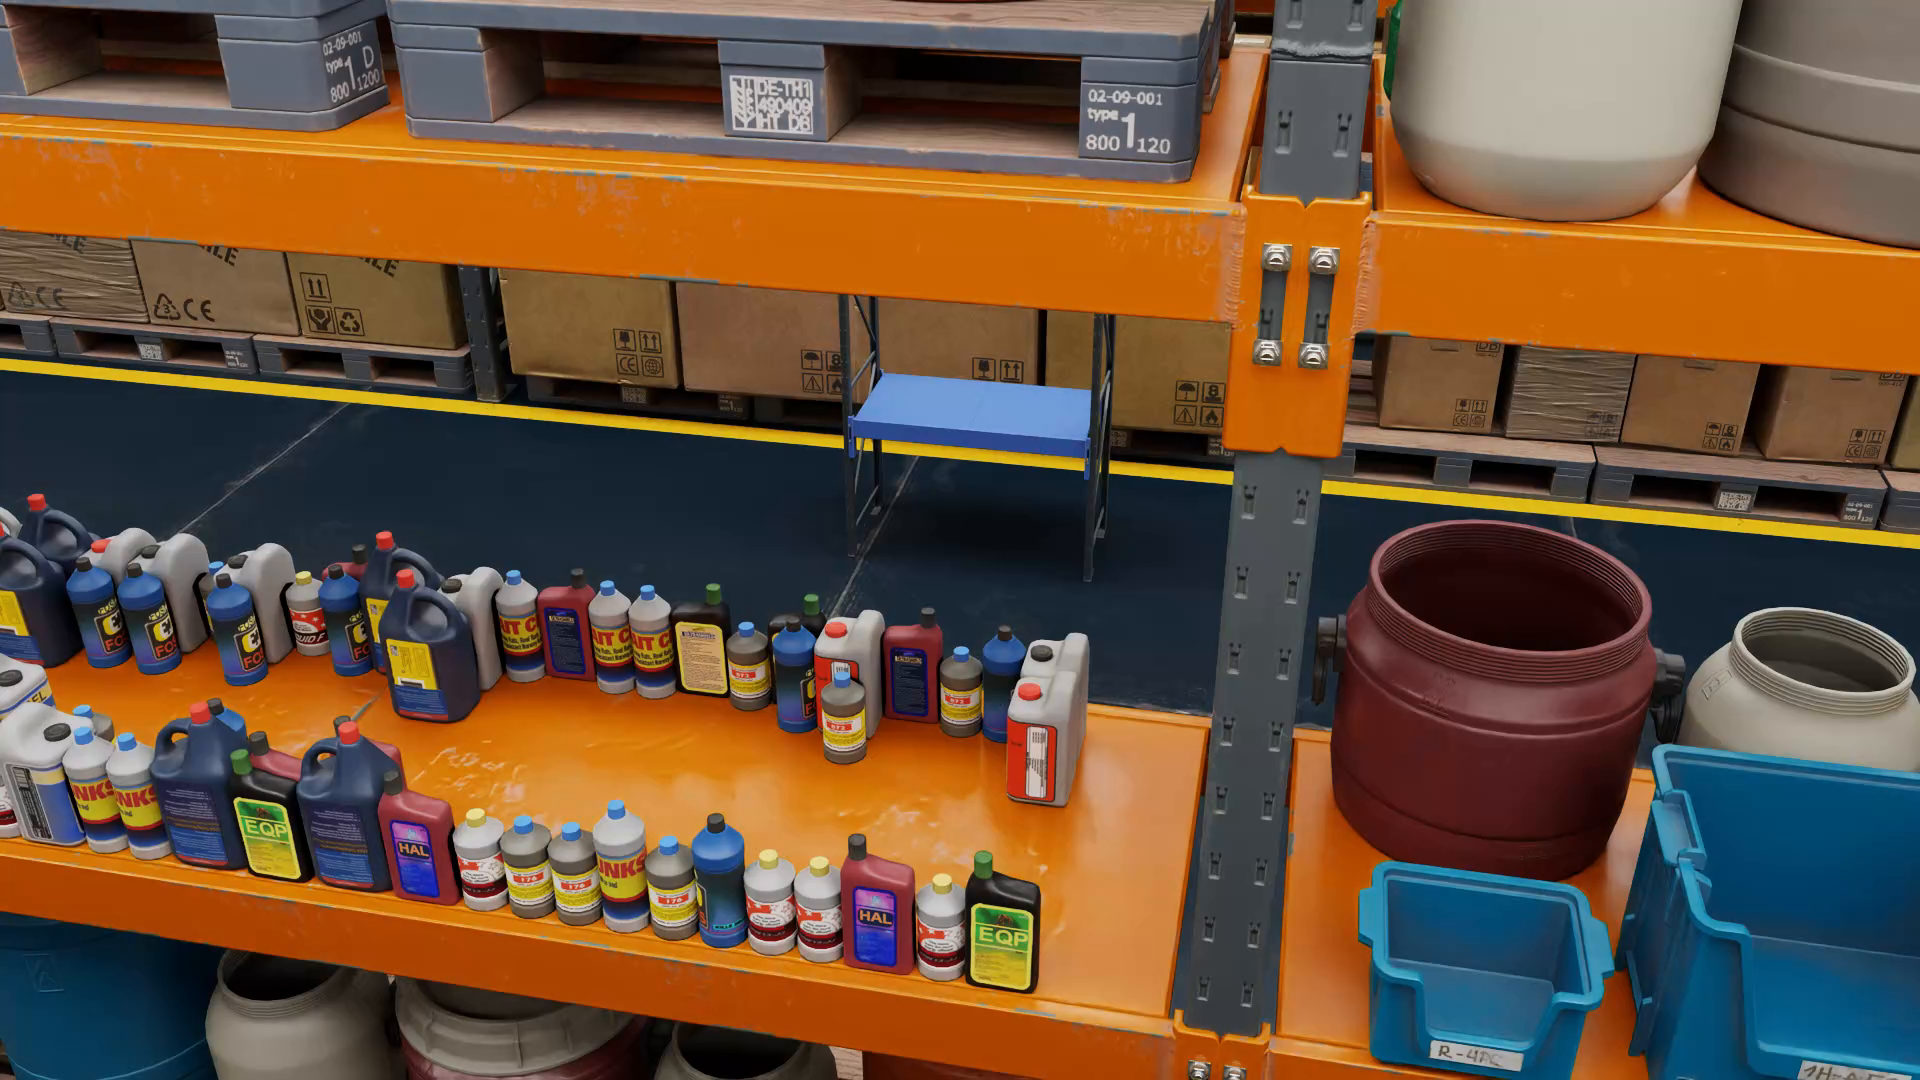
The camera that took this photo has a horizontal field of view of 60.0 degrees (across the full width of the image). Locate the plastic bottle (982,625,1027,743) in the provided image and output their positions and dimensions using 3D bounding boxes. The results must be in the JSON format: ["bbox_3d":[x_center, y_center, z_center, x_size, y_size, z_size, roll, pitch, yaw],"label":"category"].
[{"bbox_3d":[0.098,0.312,3.691,0.097,0.271,0.097,0,29,0],"label":"plastic bottle"}]

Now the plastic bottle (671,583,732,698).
[{"bbox_3d":[-0.594,0.227,3.834,0.133,0.283,0.061,6,29,11],"label":"plastic bottle"}]

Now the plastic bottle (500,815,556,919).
[{"bbox_3d":[-0.829,0.620,3.200,0.097,0.201,0.097,0,29,0],"label":"plastic bottle"}]

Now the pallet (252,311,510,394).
[{"bbox_3d":[-3.043,-1.142,9.116,1.213,0.211,1.003,6,29,11],"label":"pallet"}]

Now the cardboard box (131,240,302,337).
[{"bbox_3d":[-3.825,-1.698,9.004,0.875,0.875,0.875,6,29,11],"label":"cardboard box"}]

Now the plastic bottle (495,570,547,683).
[{"bbox_3d":[-1.031,0.196,3.902,0.097,0.271,0.097,0,29,0],"label":"plastic bottle"}]

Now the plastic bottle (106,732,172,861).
[{"bbox_3d":[-1.642,0.506,3.336,0.097,0.271,0.097,0,29,0],"label":"plastic bottle"}]

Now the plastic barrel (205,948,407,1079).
[{"bbox_3d":[-1.596,1.213,4.064,0.421,0.512,0.421,0,29,0],"label":"plastic barrel"}]

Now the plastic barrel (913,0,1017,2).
[{"bbox_3d":[0.007,-1.272,2.441,0.708,0.830,0.600,6,29,11],"label":"plastic barrel"}]

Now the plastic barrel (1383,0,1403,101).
[{"bbox_3d":[0.814,-0.772,2.574,0.294,0.245,0.294,0,29,0],"label":"plastic barrel"}]

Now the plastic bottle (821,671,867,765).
[{"bbox_3d":[-0.254,0.381,3.637,0.097,0.201,0.097,0,29,0],"label":"plastic bottle"}]

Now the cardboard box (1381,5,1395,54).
[{"bbox_3d":[2.132,-2.044,7.318,0.500,0.500,0.500,2,29,4],"label":"cardboard box"}]

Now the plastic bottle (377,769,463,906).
[{"bbox_3d":[-1.041,0.571,3.204,0.133,0.283,0.061,6,29,11],"label":"plastic bottle"}]

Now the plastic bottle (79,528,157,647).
[{"bbox_3d":[-2.047,0.103,4.067,0.135,0.276,0.152,6,29,11],"label":"plastic bottle"}]

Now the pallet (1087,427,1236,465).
[{"bbox_3d":[0.841,-0.742,8.386,1.213,0.211,1.003,6,29,11],"label":"pallet"}]

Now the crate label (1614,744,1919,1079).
[{"bbox_3d":[1.477,0.686,2.836,0.616,0.435,0.502,6,29,11],"label":"crate label"}]

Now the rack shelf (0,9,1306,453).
[{"bbox_3d":[-1.394,-0.726,3.077,4.000,0.370,1.077,6,29,11],"label":"rack shelf"}]

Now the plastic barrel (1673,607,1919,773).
[{"bbox_3d":[1.612,0.429,3.226,0.421,0.512,0.421,0,29,0],"label":"plastic barrel"}]

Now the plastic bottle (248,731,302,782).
[{"bbox_3d":[-1.339,0.511,3.315,0.133,0.283,0.061,6,29,11],"label":"plastic bottle"}]

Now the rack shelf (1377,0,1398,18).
[{"bbox_3d":[4.686,-3.654,11.550,4.000,0.370,1.077,6,29,11],"label":"rack shelf"}]

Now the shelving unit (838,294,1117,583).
[{"bbox_3d":[0.083,-0.649,6.874,1.048,1.500,0.538,6,29,11],"label":"shelving unit"}]

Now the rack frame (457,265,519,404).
[{"bbox_3d":[-2.316,-2.252,8.240,0.127,3.000,1.000,6,29,11],"label":"rack frame"}]

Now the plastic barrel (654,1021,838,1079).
[{"bbox_3d":[-0.491,1.326,3.857,0.421,0.512,0.421,0,29,0],"label":"plastic barrel"}]

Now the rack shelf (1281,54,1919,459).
[{"bbox_3d":[2.518,-0.324,2.345,4.000,0.370,1.077,6,29,11],"label":"rack shelf"}]

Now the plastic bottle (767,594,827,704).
[{"bbox_3d":[-0.368,0.250,3.792,0.133,0.283,0.061,6,29,11],"label":"plastic bottle"}]

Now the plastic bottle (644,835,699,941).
[{"bbox_3d":[-0.543,0.649,3.147,0.097,0.201,0.097,0,29,0],"label":"plastic bottle"}]

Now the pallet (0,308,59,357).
[{"bbox_3d":[-5.429,-1.387,9.563,1.213,0.211,1.003,6,29,11],"label":"pallet"}]

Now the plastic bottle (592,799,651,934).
[{"bbox_3d":[-0.639,0.609,3.148,0.097,0.271,0.097,0,29,0],"label":"plastic bottle"}]

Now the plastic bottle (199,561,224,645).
[{"bbox_3d":[-1.796,0.148,4.062,0.097,0.201,0.097,0,29,0],"label":"plastic bottle"}]

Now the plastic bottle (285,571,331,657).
[{"bbox_3d":[-1.569,0.172,4.020,0.097,0.201,0.097,0,29,0],"label":"plastic bottle"}]

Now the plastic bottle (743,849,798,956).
[{"bbox_3d":[-0.353,0.669,3.111,0.097,0.201,0.097,0,29,0],"label":"plastic bottle"}]

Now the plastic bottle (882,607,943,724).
[{"bbox_3d":[-0.106,0.277,3.742,0.133,0.283,0.061,6,29,11],"label":"plastic bottle"}]

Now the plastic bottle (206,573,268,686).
[{"bbox_3d":[-1.696,0.203,3.890,0.097,0.271,0.097,0,29,0],"label":"plastic bottle"}]

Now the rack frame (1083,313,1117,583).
[{"bbox_3d":[0.581,-0.598,6.781,0.032,1.500,0.500,6,29,11],"label":"rack frame"}]

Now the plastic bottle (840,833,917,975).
[{"bbox_3d":[-0.149,0.663,3.037,0.133,0.283,0.061,6,29,11],"label":"plastic bottle"}]

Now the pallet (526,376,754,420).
[{"bbox_3d":[-1.546,-0.987,8.833,1.213,0.211,1.003,6,29,11],"label":"pallet"}]

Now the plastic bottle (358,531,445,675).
[{"bbox_3d":[-1.306,0.145,3.914,0.185,0.351,0.144,6,29,11],"label":"plastic bottle"}]

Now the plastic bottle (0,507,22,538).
[{"bbox_3d":[-2.383,0.034,4.115,0.185,0.351,0.144,6,29,11],"label":"plastic bottle"}]

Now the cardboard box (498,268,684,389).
[{"bbox_3d":[-1.686,-1.449,8.549,0.875,0.875,1.225,6,29,11],"label":"cardboard box"}]

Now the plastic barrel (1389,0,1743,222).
[{"bbox_3d":[0.801,-0.715,2.192,0.421,0.512,0.421,0,29,0],"label":"plastic barrel"}]

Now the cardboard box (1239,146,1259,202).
[{"bbox_3d":[1.062,-1.828,7.361,0.500,0.500,0.500,7,29,12],"label":"cardboard box"}]

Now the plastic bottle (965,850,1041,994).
[{"bbox_3d":[0.077,0.686,2.995,0.133,0.283,0.061,6,29,11],"label":"plastic bottle"}]

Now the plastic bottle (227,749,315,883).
[{"bbox_3d":[-1.352,0.540,3.262,0.133,0.283,0.061,6,29,11],"label":"plastic bottle"}]

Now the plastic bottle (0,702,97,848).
[{"bbox_3d":[-1.845,0.470,3.397,0.135,0.276,0.152,6,29,11],"label":"plastic bottle"}]

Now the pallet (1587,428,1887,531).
[{"bbox_3d":[3.549,-0.425,7.807,1.213,0.211,1.003,6,29,11],"label":"pallet"}]

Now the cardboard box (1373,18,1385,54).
[{"bbox_3d":[3.307,-3.264,11.994,0.750,0.750,1.050,5,29,10],"label":"cardboard box"}]

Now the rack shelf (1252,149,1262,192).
[{"bbox_3d":[-0.360,-1.736,8.046,4.000,0.370,1.077,6,29,11],"label":"rack shelf"}]

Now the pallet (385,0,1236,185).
[{"bbox_3d":[-0.166,-0.880,2.808,1.213,0.211,1.003,6,29,11],"label":"pallet"}]

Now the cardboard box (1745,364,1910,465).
[{"bbox_3d":[3.902,-0.731,7.606,0.500,0.500,0.700,3,29,6],"label":"cardboard box"}]

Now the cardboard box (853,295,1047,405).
[{"bbox_3d":[0.055,-1.275,8.231,0.875,0.875,1.225,6,29,11],"label":"cardboard box"}]

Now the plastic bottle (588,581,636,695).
[{"bbox_3d":[-0.806,0.219,3.860,0.097,0.271,0.097,0,29,0],"label":"plastic bottle"}]

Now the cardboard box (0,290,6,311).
[{"bbox_3d":[-5.585,-1.879,9.333,0.875,0.875,0.875,6,29,11],"label":"cardboard box"}]

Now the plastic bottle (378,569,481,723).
[{"bbox_3d":[-1.206,0.230,3.758,0.185,0.351,0.144,6,29,11],"label":"plastic bottle"}]

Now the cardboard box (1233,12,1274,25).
[{"bbox_3d":[2.107,-3.770,12.397,0.500,0.250,0.500,5,29,8],"label":"cardboard box"}]

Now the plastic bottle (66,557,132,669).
[{"bbox_3d":[-2.055,0.166,3.958,0.097,0.271,0.097,0,29,0],"label":"plastic bottle"}]

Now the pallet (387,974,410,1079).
[{"bbox_3d":[-1.408,1.515,4.262,1.213,0.211,1.003,6,29,11],"label":"pallet"}]

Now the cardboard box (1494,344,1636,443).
[{"bbox_3d":[2.800,-0.840,7.806,0.500,0.500,0.700,3,29,6],"label":"cardboard box"}]

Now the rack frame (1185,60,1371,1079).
[{"bbox_3d":[0.562,0.475,3.259,0.127,3.000,1.000,6,29,11],"label":"rack frame"}]

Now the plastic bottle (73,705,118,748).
[{"bbox_3d":[-1.837,0.442,3.526,0.097,0.201,0.097,0,29,0],"label":"plastic bottle"}]
